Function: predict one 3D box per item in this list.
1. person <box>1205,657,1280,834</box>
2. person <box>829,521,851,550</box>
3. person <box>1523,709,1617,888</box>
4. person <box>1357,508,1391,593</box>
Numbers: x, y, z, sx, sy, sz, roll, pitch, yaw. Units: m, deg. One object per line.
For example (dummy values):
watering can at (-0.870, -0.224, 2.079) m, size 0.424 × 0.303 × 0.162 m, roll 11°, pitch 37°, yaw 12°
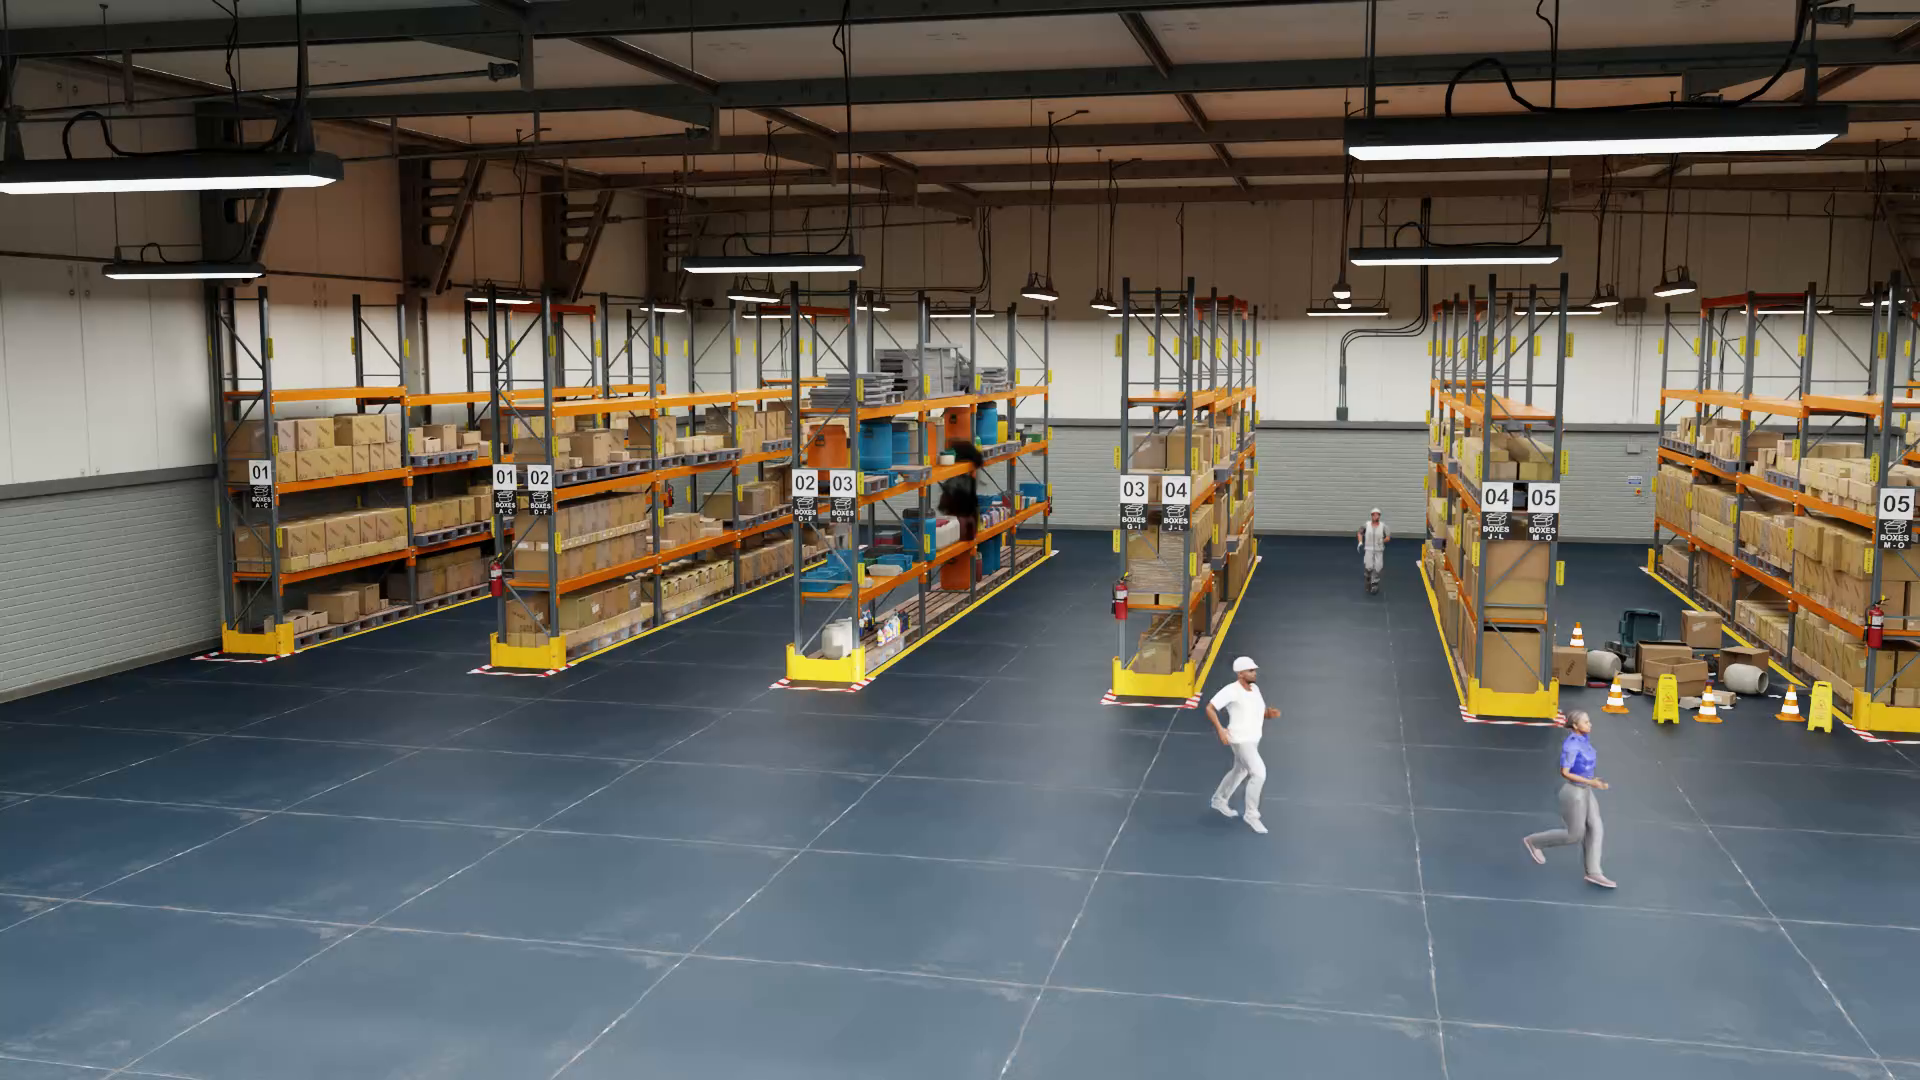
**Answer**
person at (2.972, 2.130, 17.438) m, size 0.777 × 1.829 × 0.672 m, roll 4°, pitch 8°, yaw 34°
person at (-2.458, -0.055, 34.508) m, size 0.517 × 1.656 × 0.671 m, roll 0°, pitch 7°, yaw 4°
person at (5.772, 2.409, 15.642) m, size 0.851 × 1.637 × 0.579 m, roll 5°, pitch 8°, yaw 36°
person at (8.422, 0.230, 33.839) m, size 0.651 × 1.742 × 0.640 m, roll 1°, pitch 7°, yaw 12°
